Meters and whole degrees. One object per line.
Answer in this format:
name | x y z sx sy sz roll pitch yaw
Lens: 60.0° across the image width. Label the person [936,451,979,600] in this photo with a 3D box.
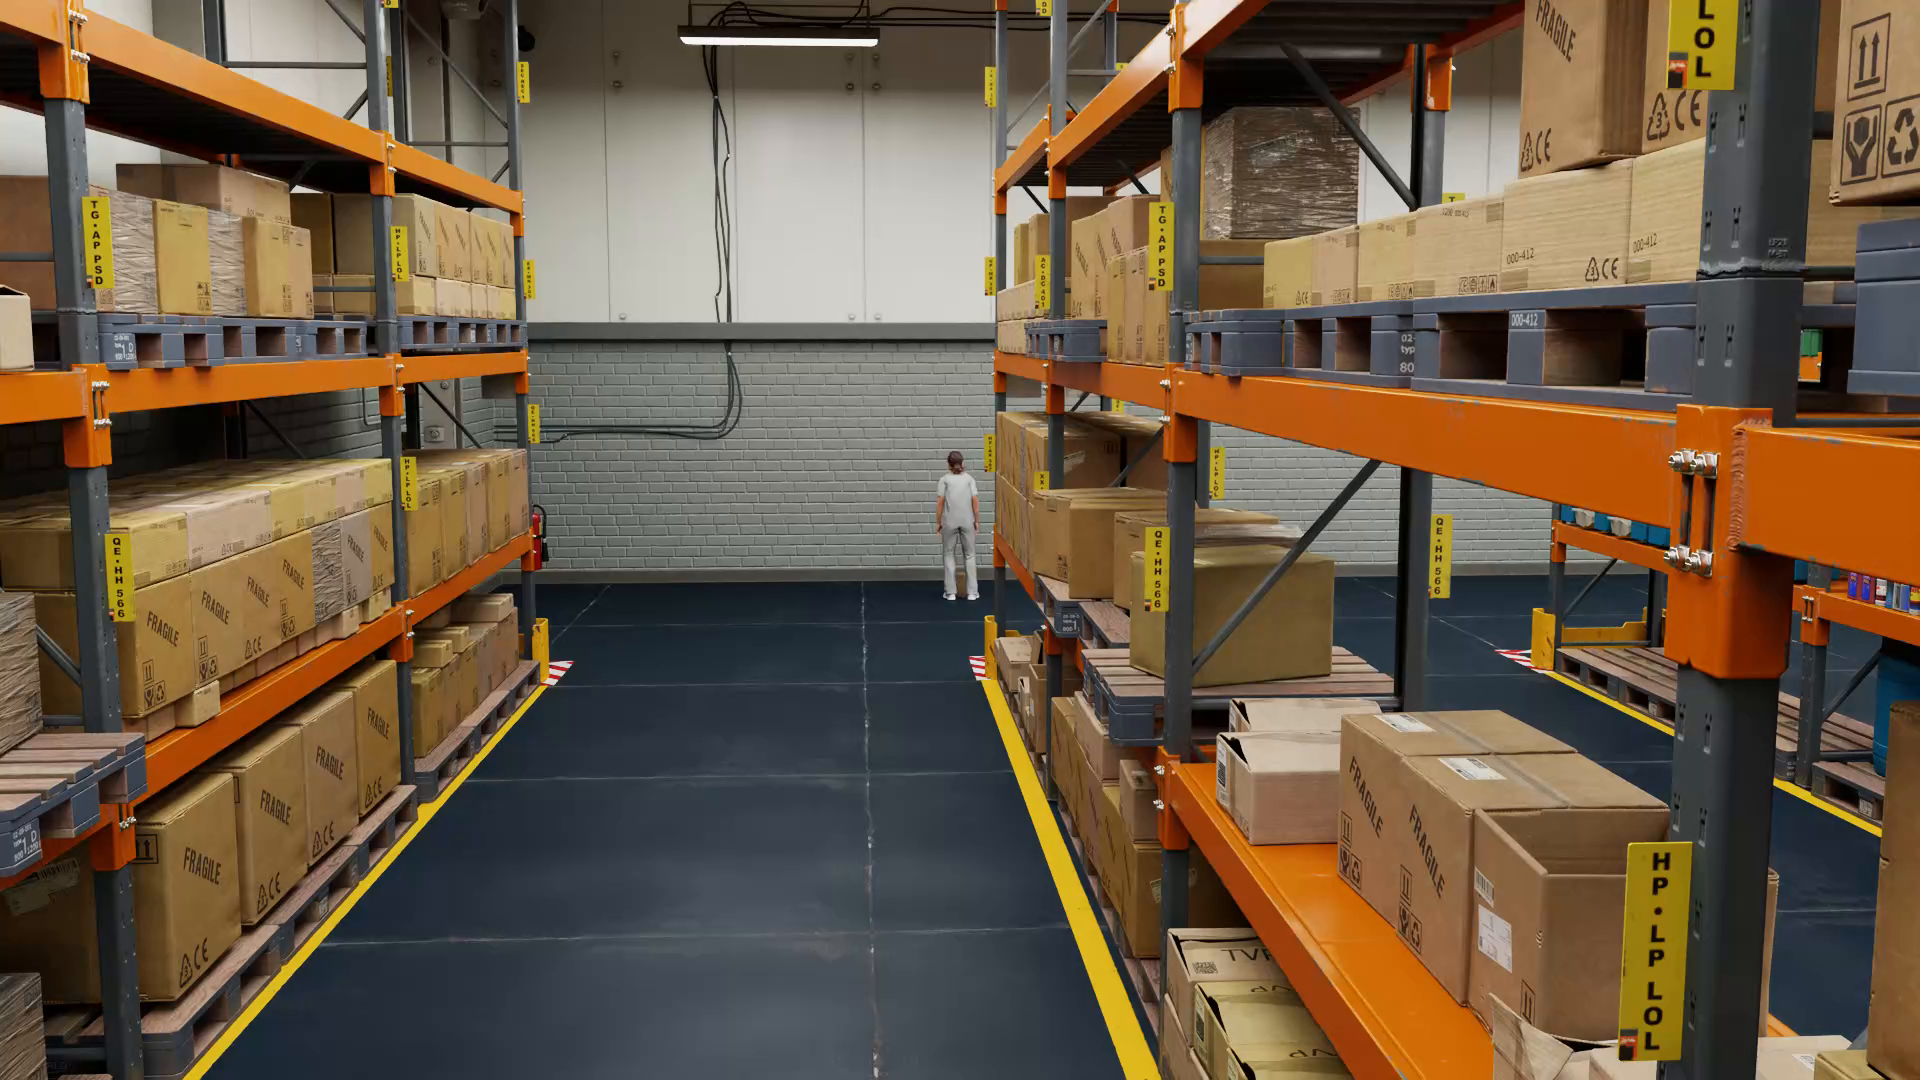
person | -0.020 -0.165 18.615 0.508 1.671 0.363 -1 7 -7
